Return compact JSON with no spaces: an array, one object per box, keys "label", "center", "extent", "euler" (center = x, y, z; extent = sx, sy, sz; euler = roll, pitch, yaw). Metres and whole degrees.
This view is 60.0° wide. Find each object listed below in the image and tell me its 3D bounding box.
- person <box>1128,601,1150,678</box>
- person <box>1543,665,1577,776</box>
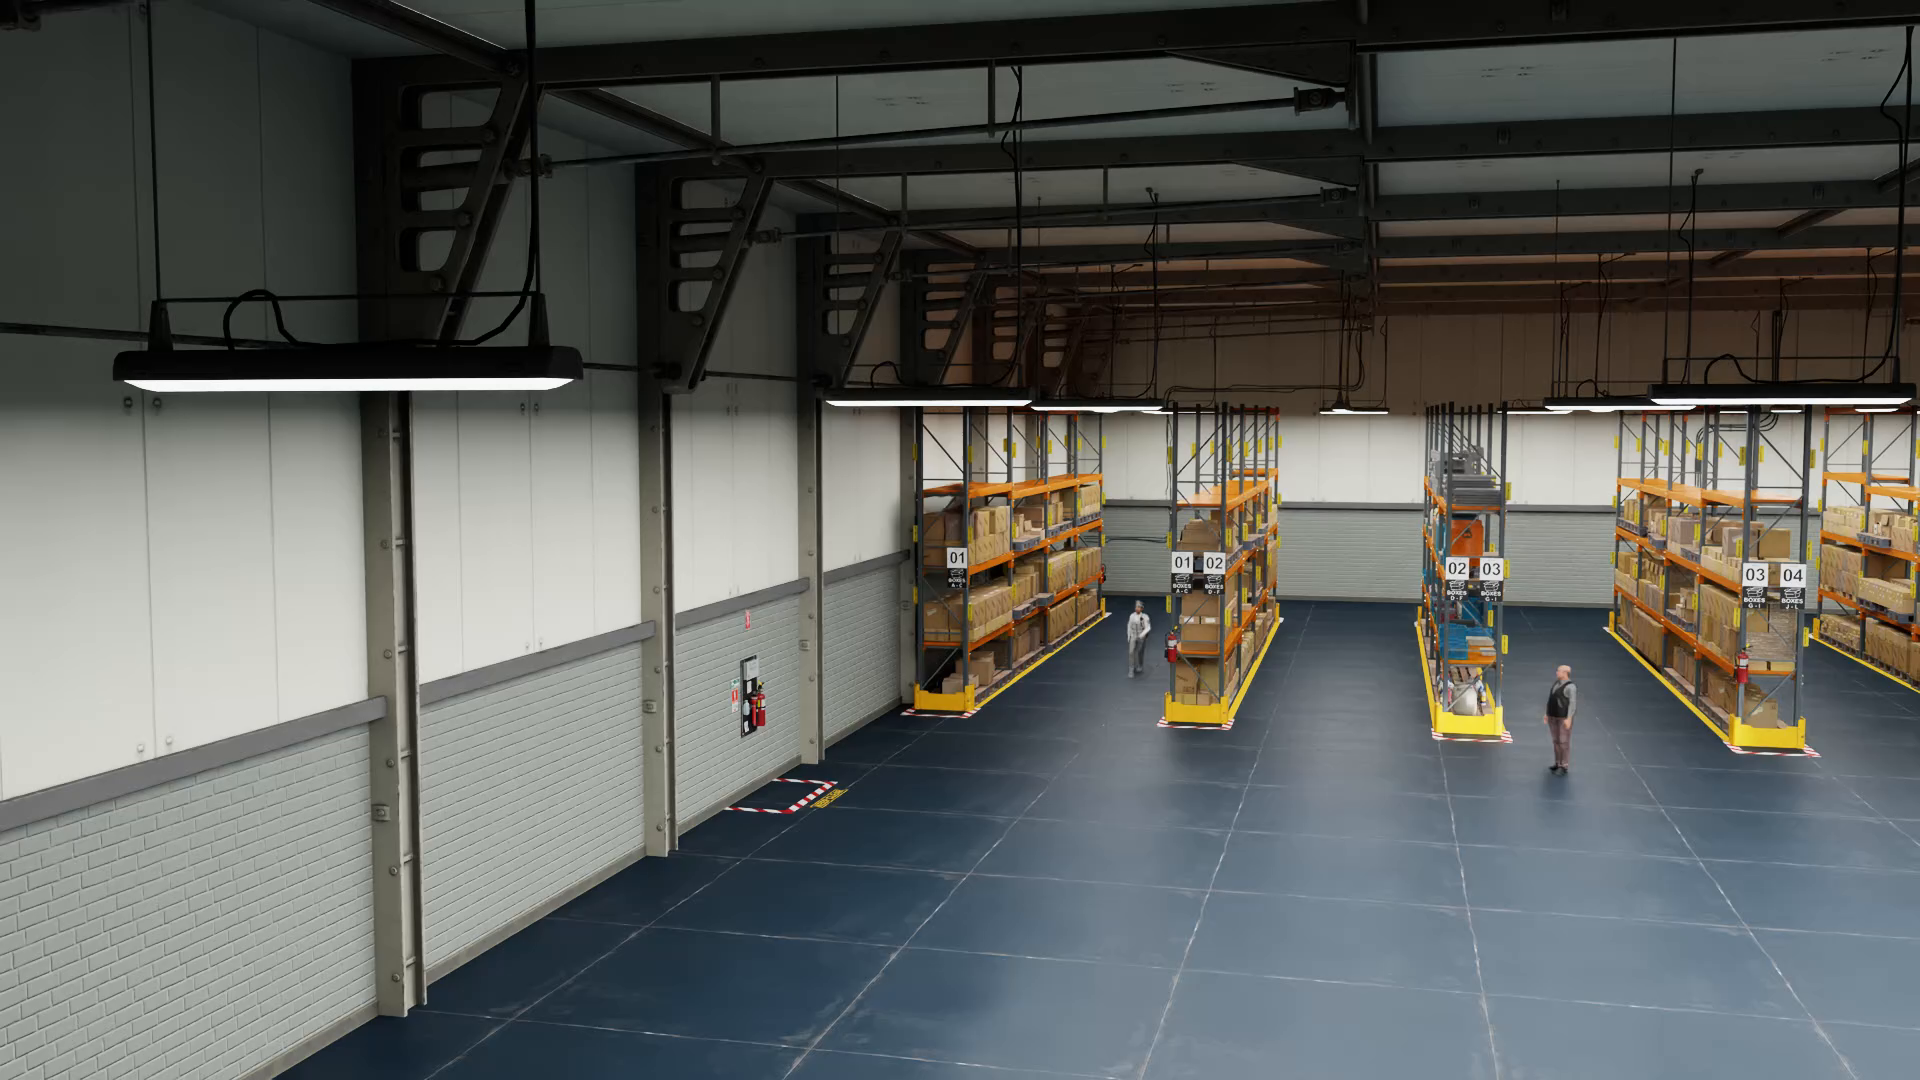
[{"label":"person","center":[3.965,2.182,36.930],"extent":[0.539,1.674,0.958],"euler":[1,4,14]},{"label":"person","center":[9.658,2.892,26.790],"extent":[0.520,1.746,0.550],"euler":[-3,5,-35]}]
